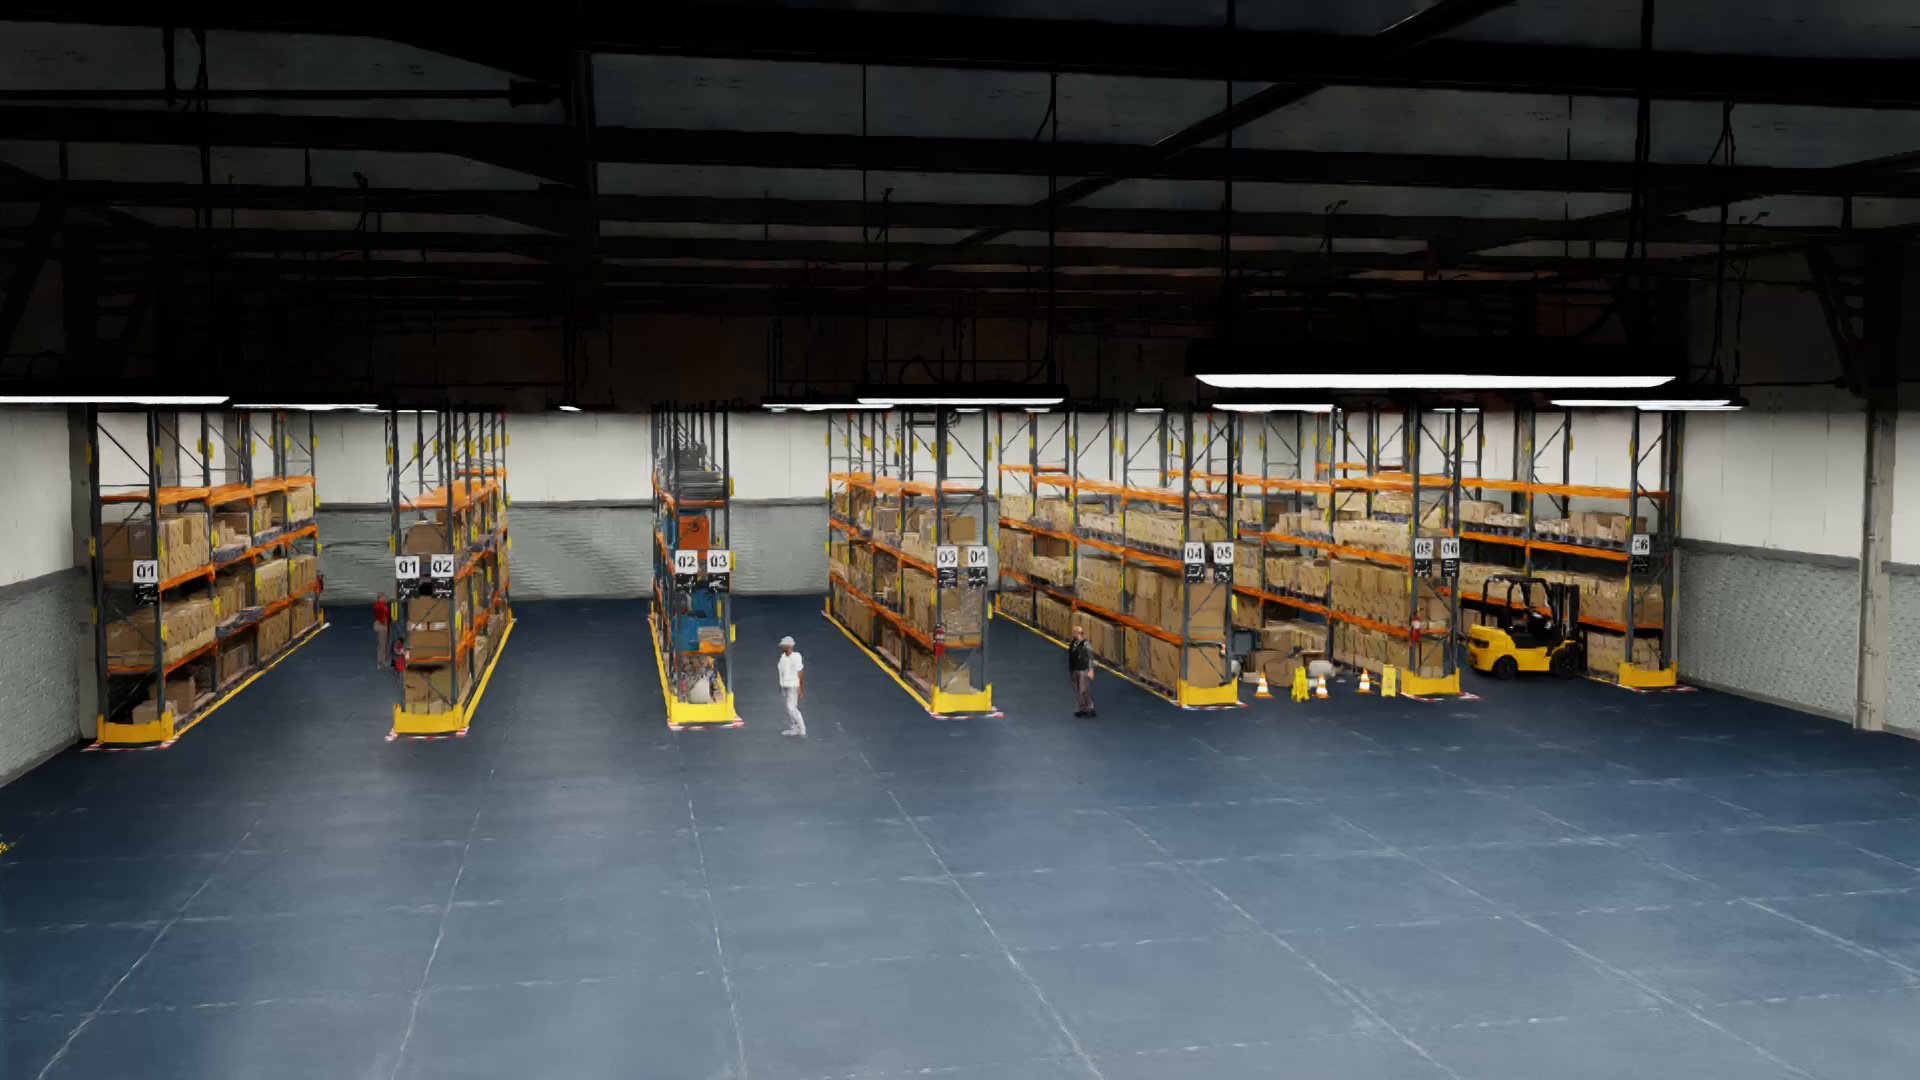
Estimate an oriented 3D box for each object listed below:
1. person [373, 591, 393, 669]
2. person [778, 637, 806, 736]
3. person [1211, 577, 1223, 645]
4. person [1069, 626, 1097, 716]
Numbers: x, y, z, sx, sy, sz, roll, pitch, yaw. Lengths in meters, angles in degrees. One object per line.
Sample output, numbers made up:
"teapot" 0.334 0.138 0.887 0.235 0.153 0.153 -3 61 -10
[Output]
"person" -12.991 2.019 37.530 0.457 1.733 0.593 -4 6 -43
"person" -2.993 2.600 29.627 0.399 1.760 0.652 -4 6 -39
"person" 6.290 1.752 41.466 0.553 1.664 0.585 1 4 14
"person" 2.309 2.480 31.531 0.398 1.715 0.643 -4 6 -44
